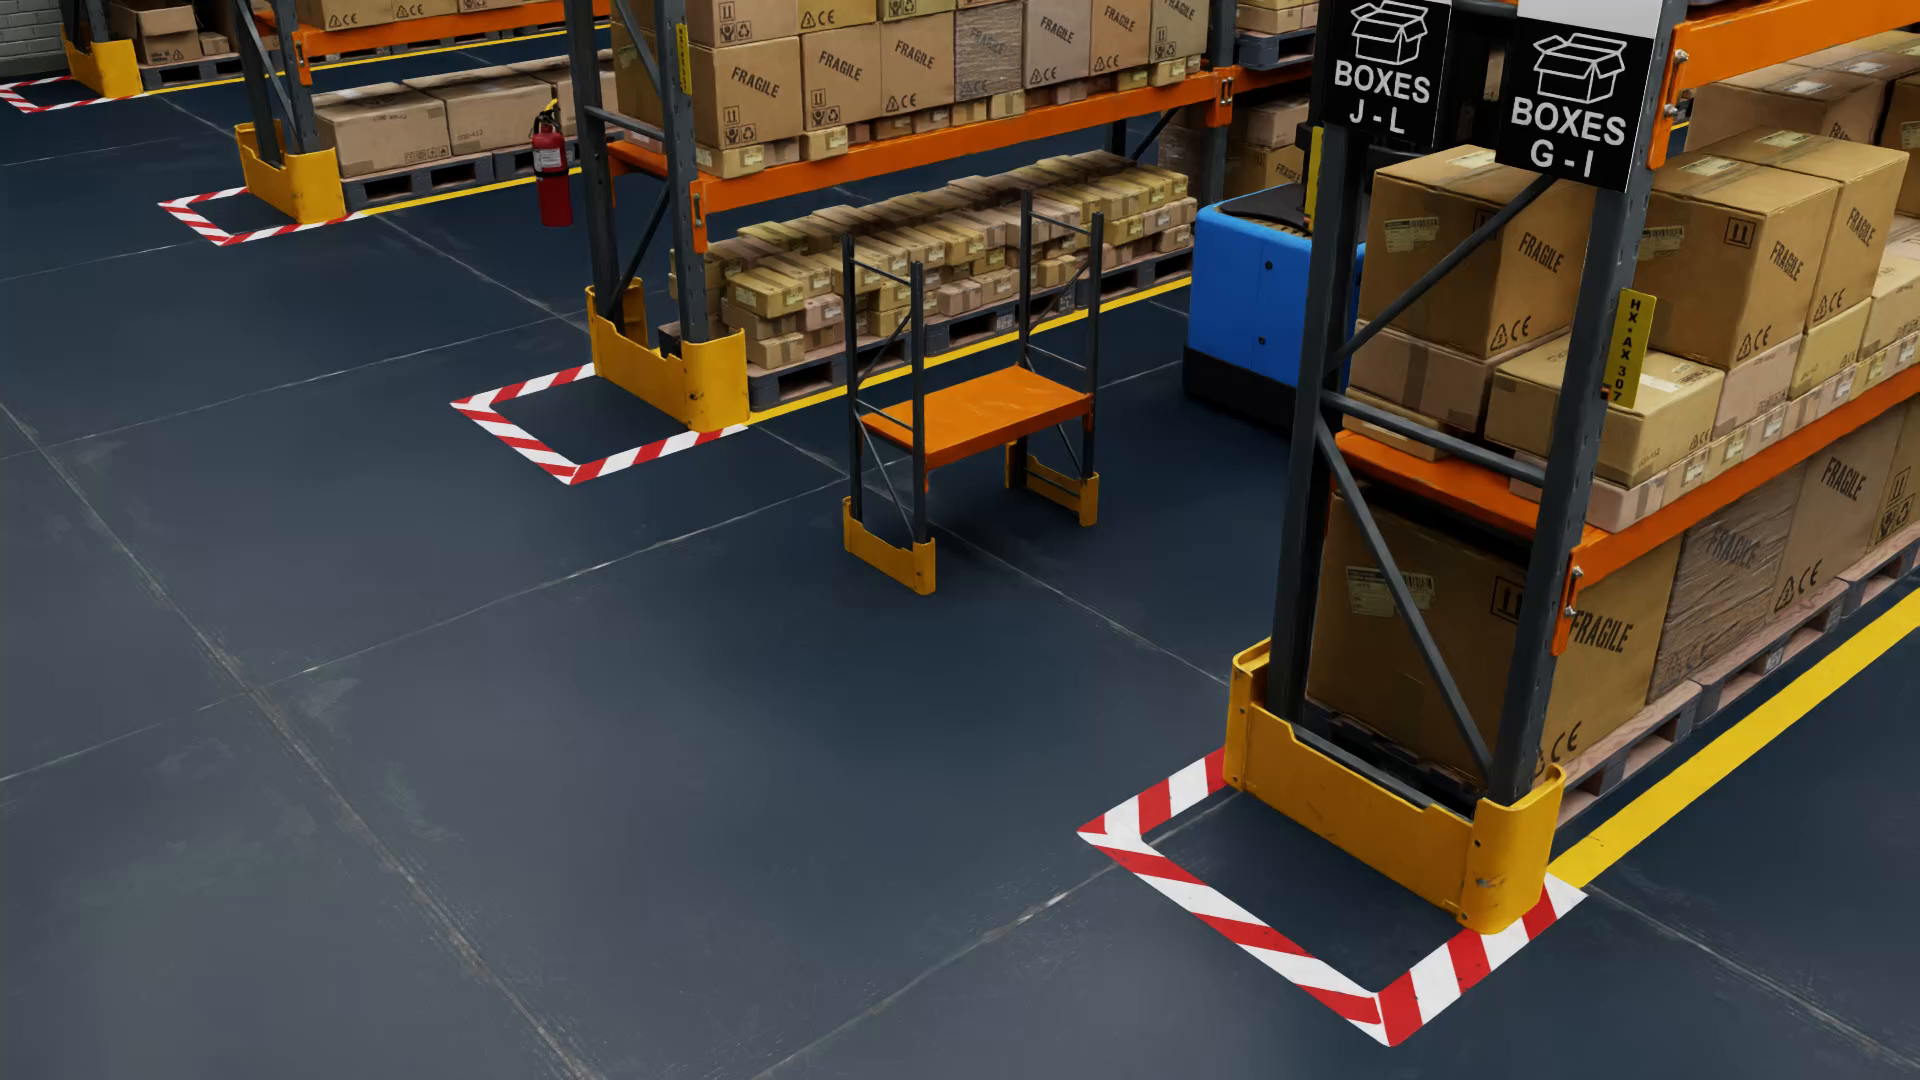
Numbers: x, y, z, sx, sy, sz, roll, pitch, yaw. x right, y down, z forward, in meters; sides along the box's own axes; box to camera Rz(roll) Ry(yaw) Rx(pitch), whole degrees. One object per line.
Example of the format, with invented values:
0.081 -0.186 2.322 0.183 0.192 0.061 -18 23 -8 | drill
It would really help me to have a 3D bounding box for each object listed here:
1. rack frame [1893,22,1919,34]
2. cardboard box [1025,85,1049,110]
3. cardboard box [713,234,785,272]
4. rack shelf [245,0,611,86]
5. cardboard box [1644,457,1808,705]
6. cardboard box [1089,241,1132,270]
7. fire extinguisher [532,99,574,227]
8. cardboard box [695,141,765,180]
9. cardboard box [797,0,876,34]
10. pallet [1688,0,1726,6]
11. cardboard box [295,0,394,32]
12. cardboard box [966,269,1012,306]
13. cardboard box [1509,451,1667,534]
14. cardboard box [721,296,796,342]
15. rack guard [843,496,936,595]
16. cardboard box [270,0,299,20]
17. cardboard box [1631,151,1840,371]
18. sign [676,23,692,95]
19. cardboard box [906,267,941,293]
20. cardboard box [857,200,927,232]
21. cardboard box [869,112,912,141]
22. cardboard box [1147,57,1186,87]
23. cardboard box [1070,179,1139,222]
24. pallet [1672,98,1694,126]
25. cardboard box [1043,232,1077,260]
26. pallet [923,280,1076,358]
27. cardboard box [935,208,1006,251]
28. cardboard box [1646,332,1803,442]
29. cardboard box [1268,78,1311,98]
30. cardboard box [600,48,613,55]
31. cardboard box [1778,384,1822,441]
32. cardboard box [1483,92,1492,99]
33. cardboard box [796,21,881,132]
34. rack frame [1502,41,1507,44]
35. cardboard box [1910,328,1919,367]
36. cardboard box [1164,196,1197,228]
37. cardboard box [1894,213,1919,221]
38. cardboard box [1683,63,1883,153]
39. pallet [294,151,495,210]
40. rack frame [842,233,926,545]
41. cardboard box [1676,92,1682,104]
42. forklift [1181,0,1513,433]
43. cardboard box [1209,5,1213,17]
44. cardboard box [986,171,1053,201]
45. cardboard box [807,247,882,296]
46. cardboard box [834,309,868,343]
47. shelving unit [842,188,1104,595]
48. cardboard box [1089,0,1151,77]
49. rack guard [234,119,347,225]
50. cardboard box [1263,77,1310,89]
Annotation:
4.510 -1.528 7.428 0.127 3.000 1.000 -22 35 -35 | rack frame
0.307 -2.655 9.802 0.250 0.149 0.380 -23 35 -36 | cardboard box
-1.209 -1.614 9.535 0.250 0.149 0.380 -21 35 -34 | cardboard box
-3.444 -4.153 13.101 4.000 0.370 1.077 -22 35 -35 | rack shelf
2.594 -0.056 6.481 0.875 0.875 0.875 -22 35 -35 | cardboard box
0.879 -1.870 10.646 0.250 0.149 0.380 -23 36 -36 | cardboard box
-2.166 -2.004 8.795 0.183 0.674 0.296 -22 35 -35 | fire extinguisher
-1.216 -1.985 8.548 0.250 0.149 0.380 -22 35 -35 | cardboard box
-0.782 -2.929 8.566 0.500 0.500 0.500 -21 34 -34 | cardboard box
2.025 -1.819 4.883 1.213 0.211 1.003 -22 35 -35 | pallet
-4.414 -3.946 11.846 0.500 0.500 0.500 -22 35 -35 | cardboard box
0.099 -1.566 10.076 0.250 0.149 0.380 -22 35 -35 | cardboard box
1.951 -0.184 5.179 0.250 0.149 0.380 -21 35 -34 | cardboard box
-1.110 -1.241 9.154 0.250 0.149 0.380 -20 34 -33 | cardboard box
-0.321 0.019 7.450 0.087 0.250 0.587 -22 35 -35 | rack guard
-4.770 -4.145 12.217 0.500 0.500 0.500 -22 35 -35 | cardboard box
2.388 -0.904 5.306 0.500 0.500 0.500 -23 36 -36 | cardboard box
-1.323 -2.301 7.956 0.005 0.325 0.100 -22 35 -35 | sign
-0.331 -1.566 9.762 0.250 0.149 0.380 -24 36 -37 | cardboard box
-0.415 -1.938 10.142 0.250 0.149 0.380 -23 36 -36 | cardboard box
-0.479 -2.343 9.219 0.250 0.149 0.380 -22 35 -35 | cardboard box
1.177 -2.938 10.331 0.250 0.149 0.380 -23 36 -36 | cardboard box
0.913 -2.155 10.548 0.250 0.149 0.380 -22 35 -35 | cardboard box
5.987 -3.917 14.856 1.213 0.211 1.003 -22 35 -35 | pallet
0.509 -1.885 10.357 0.250 0.149 0.380 -21 35 -34 | cardboard box
-0.049 -1.515 10.360 1.213 0.211 1.003 -22 35 -35 | pallet
0.061 -1.864 10.003 0.250 0.149 0.380 -22 35 -35 | cardboard box
2.399 -0.581 5.499 0.500 0.250 0.500 -22 35 -35 | cardboard box
2.505 -3.046 11.679 0.500 0.250 0.500 -21 34 -34 | cardboard box
-2.469 -3.983 14.294 0.875 0.438 0.875 -22 35 -36 | cardboard box
2.732 -0.499 5.768 0.250 0.149 0.380 -23 36 -36 | cardboard box
3.682 -3.192 12.746 0.500 0.500 0.500 -20 34 -33 | cardboard box
-0.764 -2.501 8.825 0.500 0.500 0.500 -22 35 -35 | cardboard box
4.411 -4.562 13.103 0.127 3.000 1.000 -22 35 -35 | rack frame
3.513 -0.814 6.357 0.250 0.149 0.380 -23 35 -36 | cardboard box
1.334 -2.187 10.923 0.250 0.149 0.380 -21 35 -34 | cardboard box
3.952 -1.205 6.666 0.500 0.250 0.500 -21 34 -33 | cardboard box
3.207 -1.561 6.536 0.500 0.500 0.500 -23 36 -36 | cardboard box
-4.408 -2.901 12.954 1.213 0.211 1.003 -22 35 -35 | pallet
-0.322 -0.532 7.154 0.032 1.500 0.500 -22 35 -35 | rack frame
5.595 -4.177 14.325 0.750 0.750 1.050 -21 35 -34 | cardboard box
2.675 -2.369 9.074 3.031 2.935 1.130 -22 35 -35 | forklift
1.541 -3.605 11.134 0.250 0.149 0.380 -23 36 -36 | cardboard box
0.379 -2.251 10.728 0.250 0.149 0.380 -23 36 -36 | cardboard box
-0.650 -1.502 9.325 0.250 0.149 0.380 -22 35 -35 | cardboard box
-0.739 -1.275 9.533 0.250 0.149 0.380 -21 35 -34 | cardboard box
0.058 -0.685 7.440 1.083 1.500 0.587 -22 35 -35 | shelving unit
0.787 -3.105 9.957 0.500 0.500 0.500 -23 36 -36 | cardboard box
-4.983 -2.748 12.362 0.348 0.500 1.175 -22 35 -35 | rack guard
2.170 -3.222 12.008 0.500 0.250 0.500 -20 34 -33 | cardboard box
